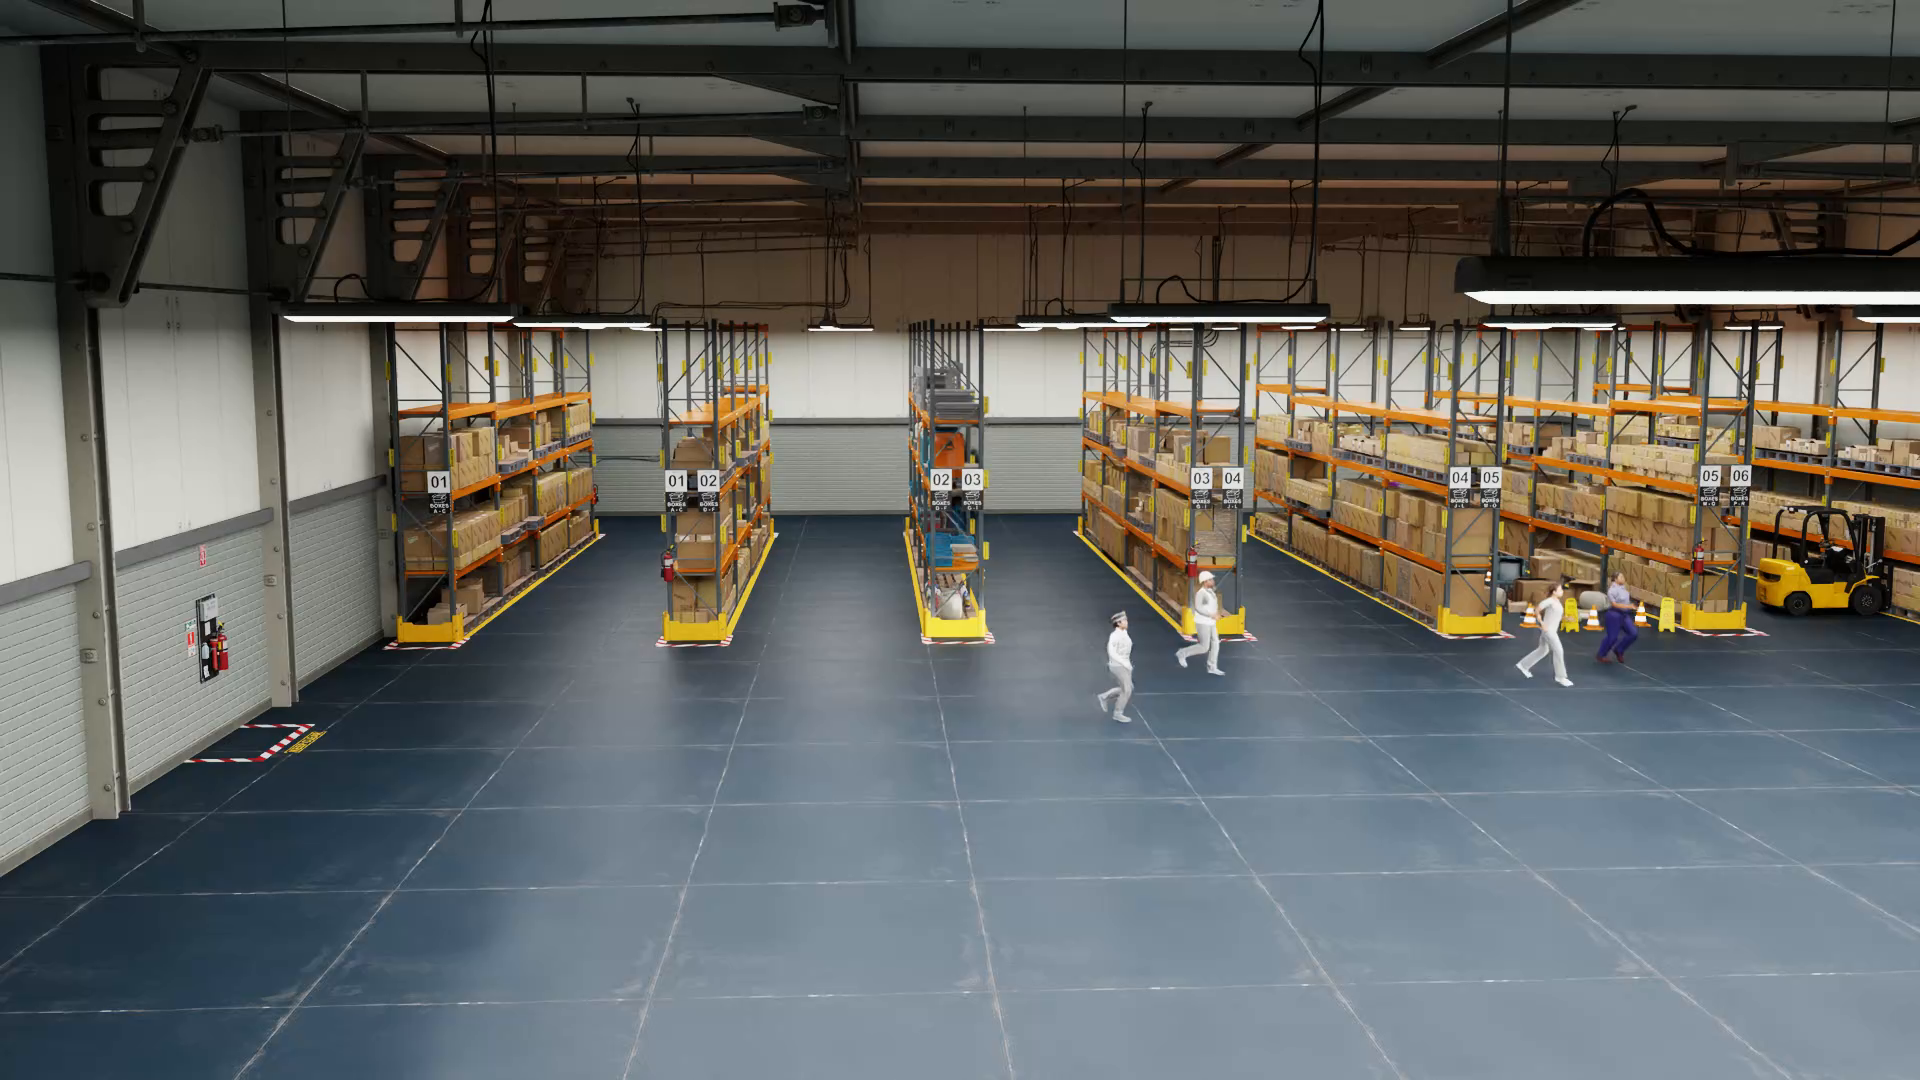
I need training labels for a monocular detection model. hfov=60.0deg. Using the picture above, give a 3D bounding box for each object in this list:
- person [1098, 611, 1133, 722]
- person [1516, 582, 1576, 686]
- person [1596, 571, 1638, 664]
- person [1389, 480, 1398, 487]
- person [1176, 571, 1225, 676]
[{"bbox_3d":[2.318,1.864,24.717,0.571,1.654,0.652,2,7,19],"label":"person"},{"bbox_3d":[9.661,1.520,27.377,0.954,1.679,0.520,4,8,31],"label":"person"},{"bbox_3d":[11.438,1.356,28.856,0.584,1.645,0.692,-6,9,-40],"label":"person"},{"bbox_3d":[12.708,-1.245,49.505,0.561,1.700,0.778,1,7,5],"label":"person"},{"bbox_3d":[4.125,1.400,28.129,0.776,1.769,0.669,3,8,26],"label":"person"}]
